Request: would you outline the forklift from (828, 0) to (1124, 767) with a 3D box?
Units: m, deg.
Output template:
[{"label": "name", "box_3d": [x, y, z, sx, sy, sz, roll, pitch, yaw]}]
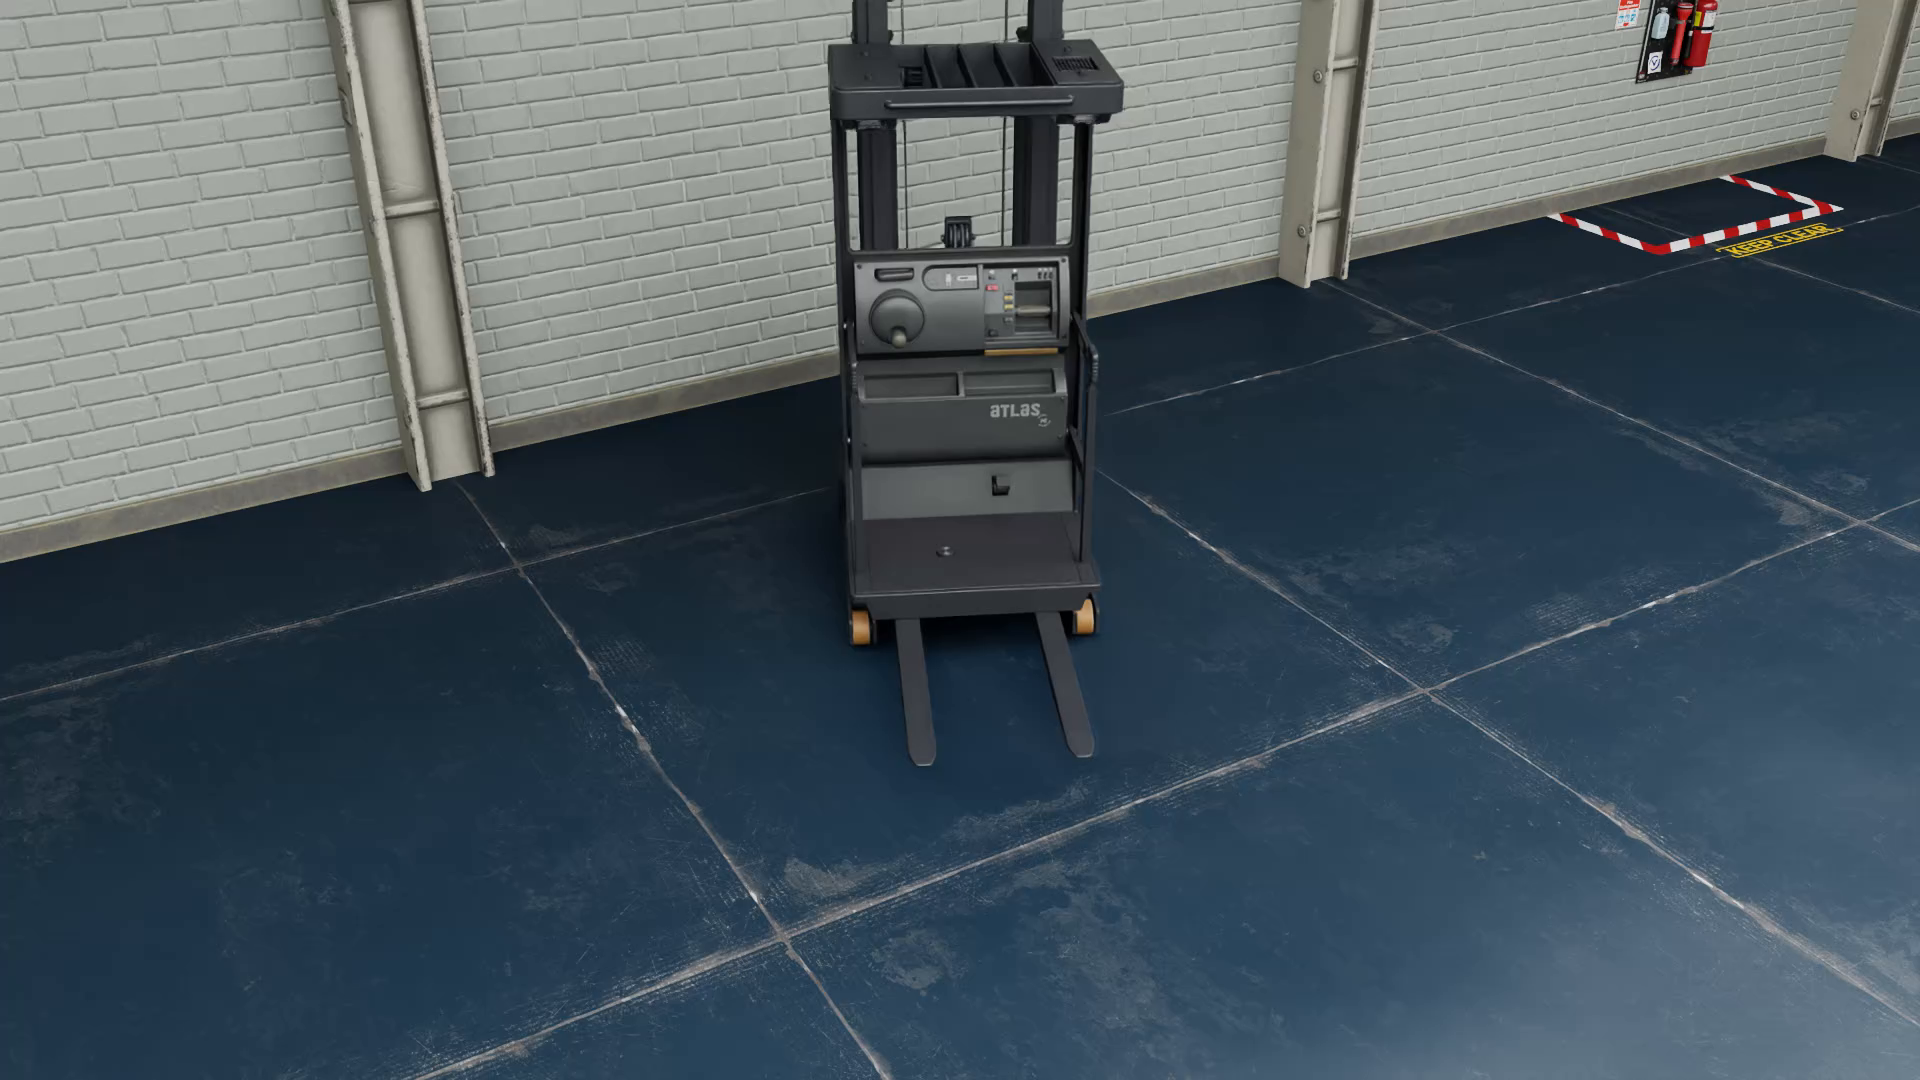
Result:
[{"label": "forklift", "box_3d": [0.033, -0.983, 6.997, 1.130, 2.935, 3.031, -2, 29, -4]}]

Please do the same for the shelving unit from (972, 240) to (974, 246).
[{"label": "shelving unit", "box_3d": [-0.191, -1.060, 8.914, 0.503, 1.200, 0.258, -7, 26, -13]}]

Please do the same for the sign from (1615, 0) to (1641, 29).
[{"label": "sign", "box_3d": [4.939, -3.950, 12.265, 0.234, 0.329, 0.001, -16, 33, -26]}]

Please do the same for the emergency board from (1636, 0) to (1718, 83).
[{"label": "emergency board", "box_3d": [5.468, -4.026, 12.441, 0.643, 1.169, 0.194, -16, 33, -26]}]

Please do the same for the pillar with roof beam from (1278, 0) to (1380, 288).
[{"label": "pillar with roof beam", "box_3d": [4.626, -3.980, 6.148, 0.400, 9.000, 9.100, -16, 33, -26]}]

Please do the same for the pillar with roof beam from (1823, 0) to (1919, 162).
[{"label": "pillar with roof beam", "box_3d": [9.799, -5.449, 8.809, 0.400, 9.000, 9.100, -16, 33, -26]}]

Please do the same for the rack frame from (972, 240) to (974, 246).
[{"label": "rack frame", "box_3d": [0.044, -1.090, 8.969, 0.015, 1.200, 0.240, -7, 26, -13]}]

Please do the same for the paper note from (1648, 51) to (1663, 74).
[{"label": "paper note", "box_3d": [5.280, -3.626, 12.628, 0.142, 0.148, 0.016, -16, 33, -26]}]

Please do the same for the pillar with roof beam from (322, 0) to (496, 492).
[{"label": "pillar with roof beam", "box_3d": [-0.547, -2.511, 3.487, 0.400, 9.000, 9.100, -16, 33, -26]}]
